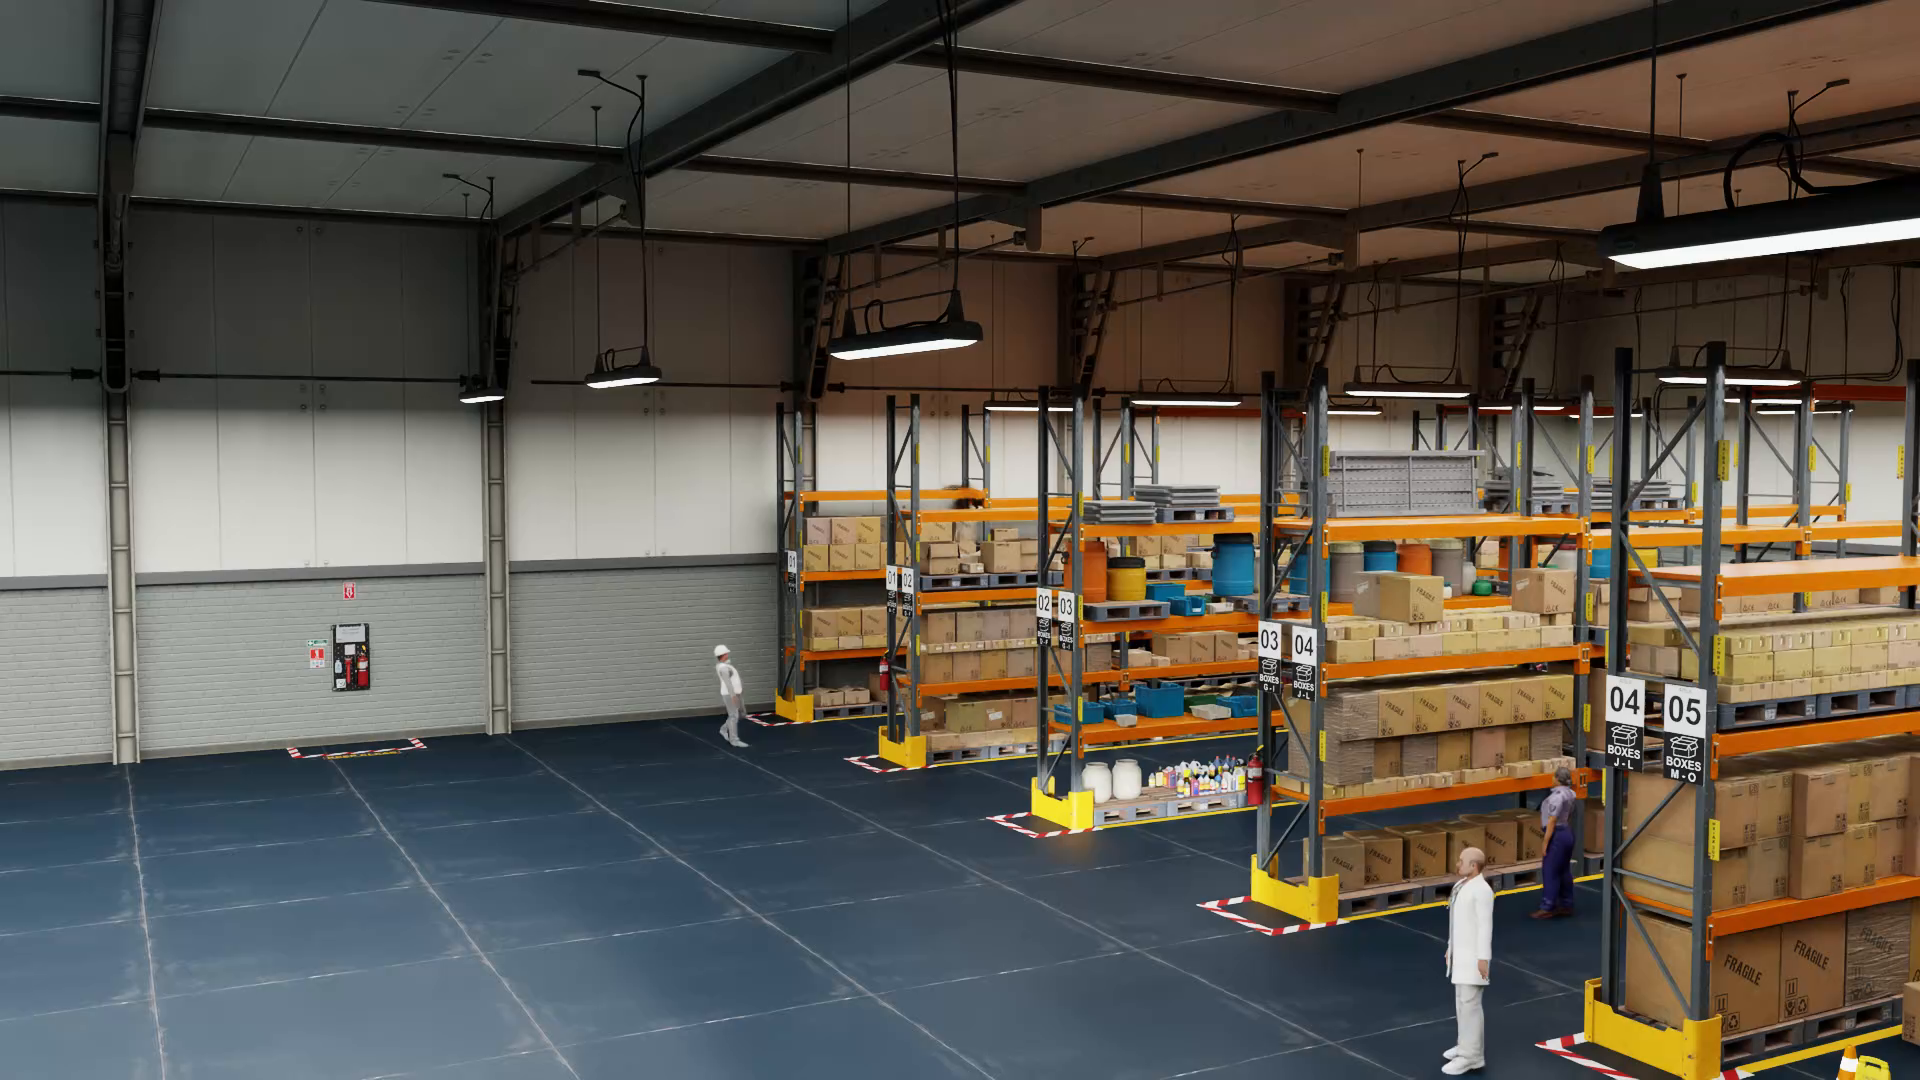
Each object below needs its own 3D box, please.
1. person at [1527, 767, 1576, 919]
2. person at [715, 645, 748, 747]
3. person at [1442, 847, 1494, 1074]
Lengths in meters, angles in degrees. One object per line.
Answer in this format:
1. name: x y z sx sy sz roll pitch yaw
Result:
1. person: 6.505 3.317 18.268 0.481 1.676 0.491 1 4 24
2. person: -3.933 2.681 28.734 0.585 1.750 0.619 0 3 2
3. person: 4.213 3.488 13.956 0.460 1.802 0.654 0 3 0
